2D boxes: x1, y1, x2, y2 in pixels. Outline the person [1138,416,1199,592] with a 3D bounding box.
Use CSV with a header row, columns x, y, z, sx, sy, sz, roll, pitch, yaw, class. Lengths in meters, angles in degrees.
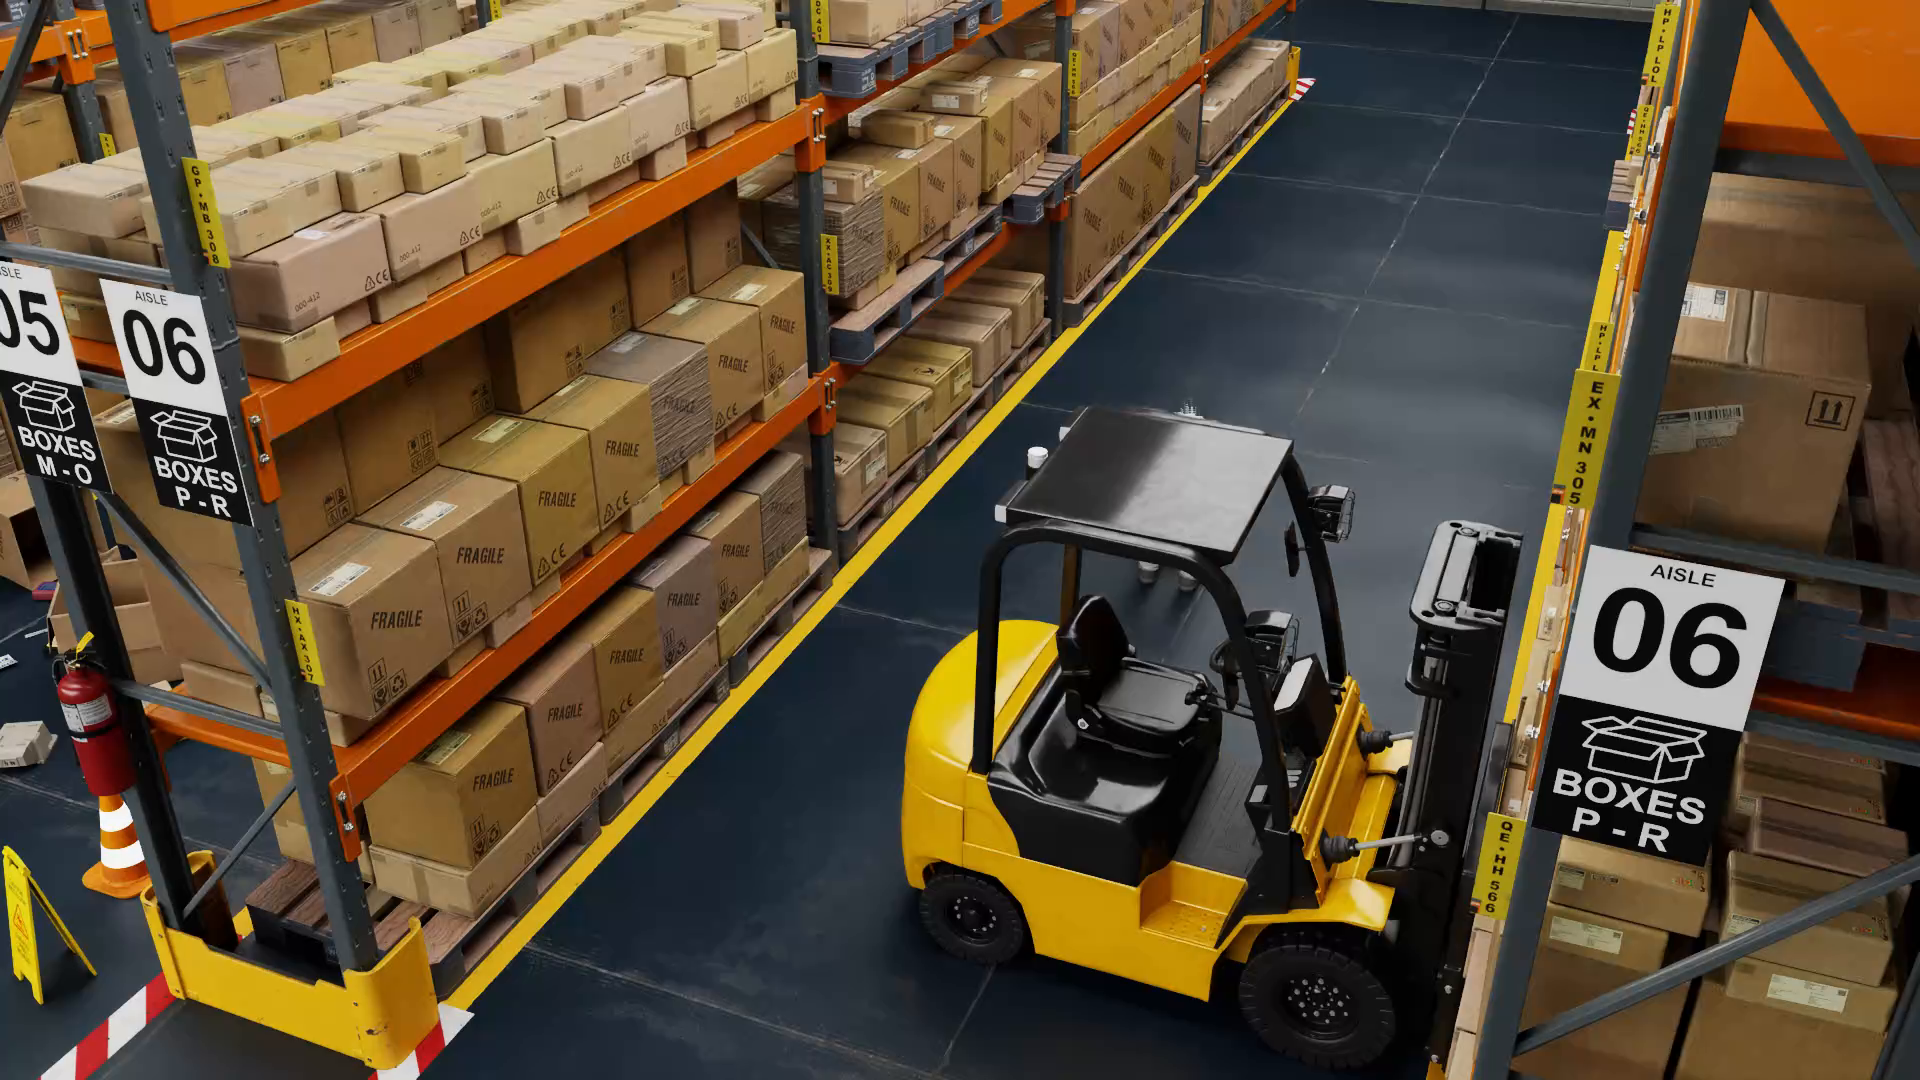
x,y,z,sx,sy,sz,roll,pitch,yaw,class
1.290,-0.178,9.763,0.556,0.878,0.908,11,31,19,person
